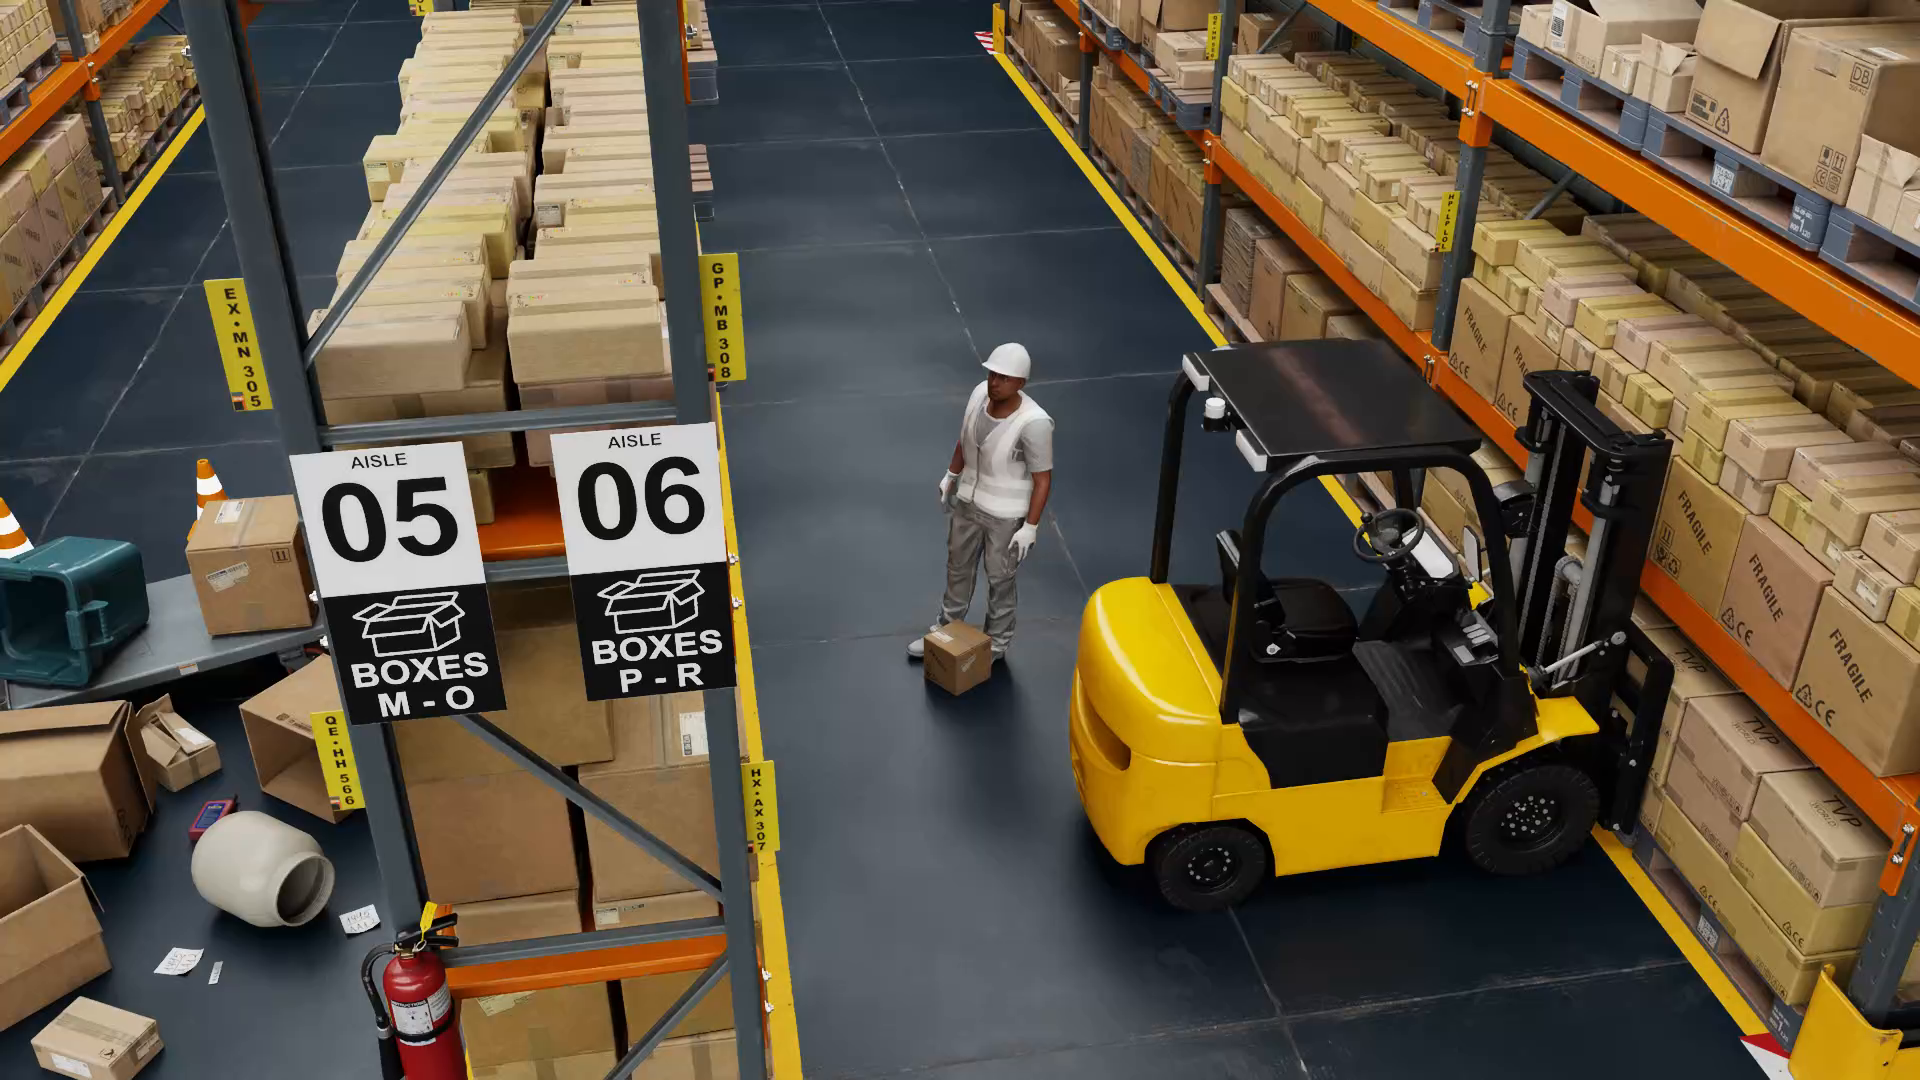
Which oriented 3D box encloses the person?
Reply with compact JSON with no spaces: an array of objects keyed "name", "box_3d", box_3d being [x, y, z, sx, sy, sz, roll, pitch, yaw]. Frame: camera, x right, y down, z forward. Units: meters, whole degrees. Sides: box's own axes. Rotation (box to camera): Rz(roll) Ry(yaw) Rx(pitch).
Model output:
[{"name":"person","box_3d":[0.113,-0.142,8.344,0.578,1.781,0.656,-24,38,-35]}]
